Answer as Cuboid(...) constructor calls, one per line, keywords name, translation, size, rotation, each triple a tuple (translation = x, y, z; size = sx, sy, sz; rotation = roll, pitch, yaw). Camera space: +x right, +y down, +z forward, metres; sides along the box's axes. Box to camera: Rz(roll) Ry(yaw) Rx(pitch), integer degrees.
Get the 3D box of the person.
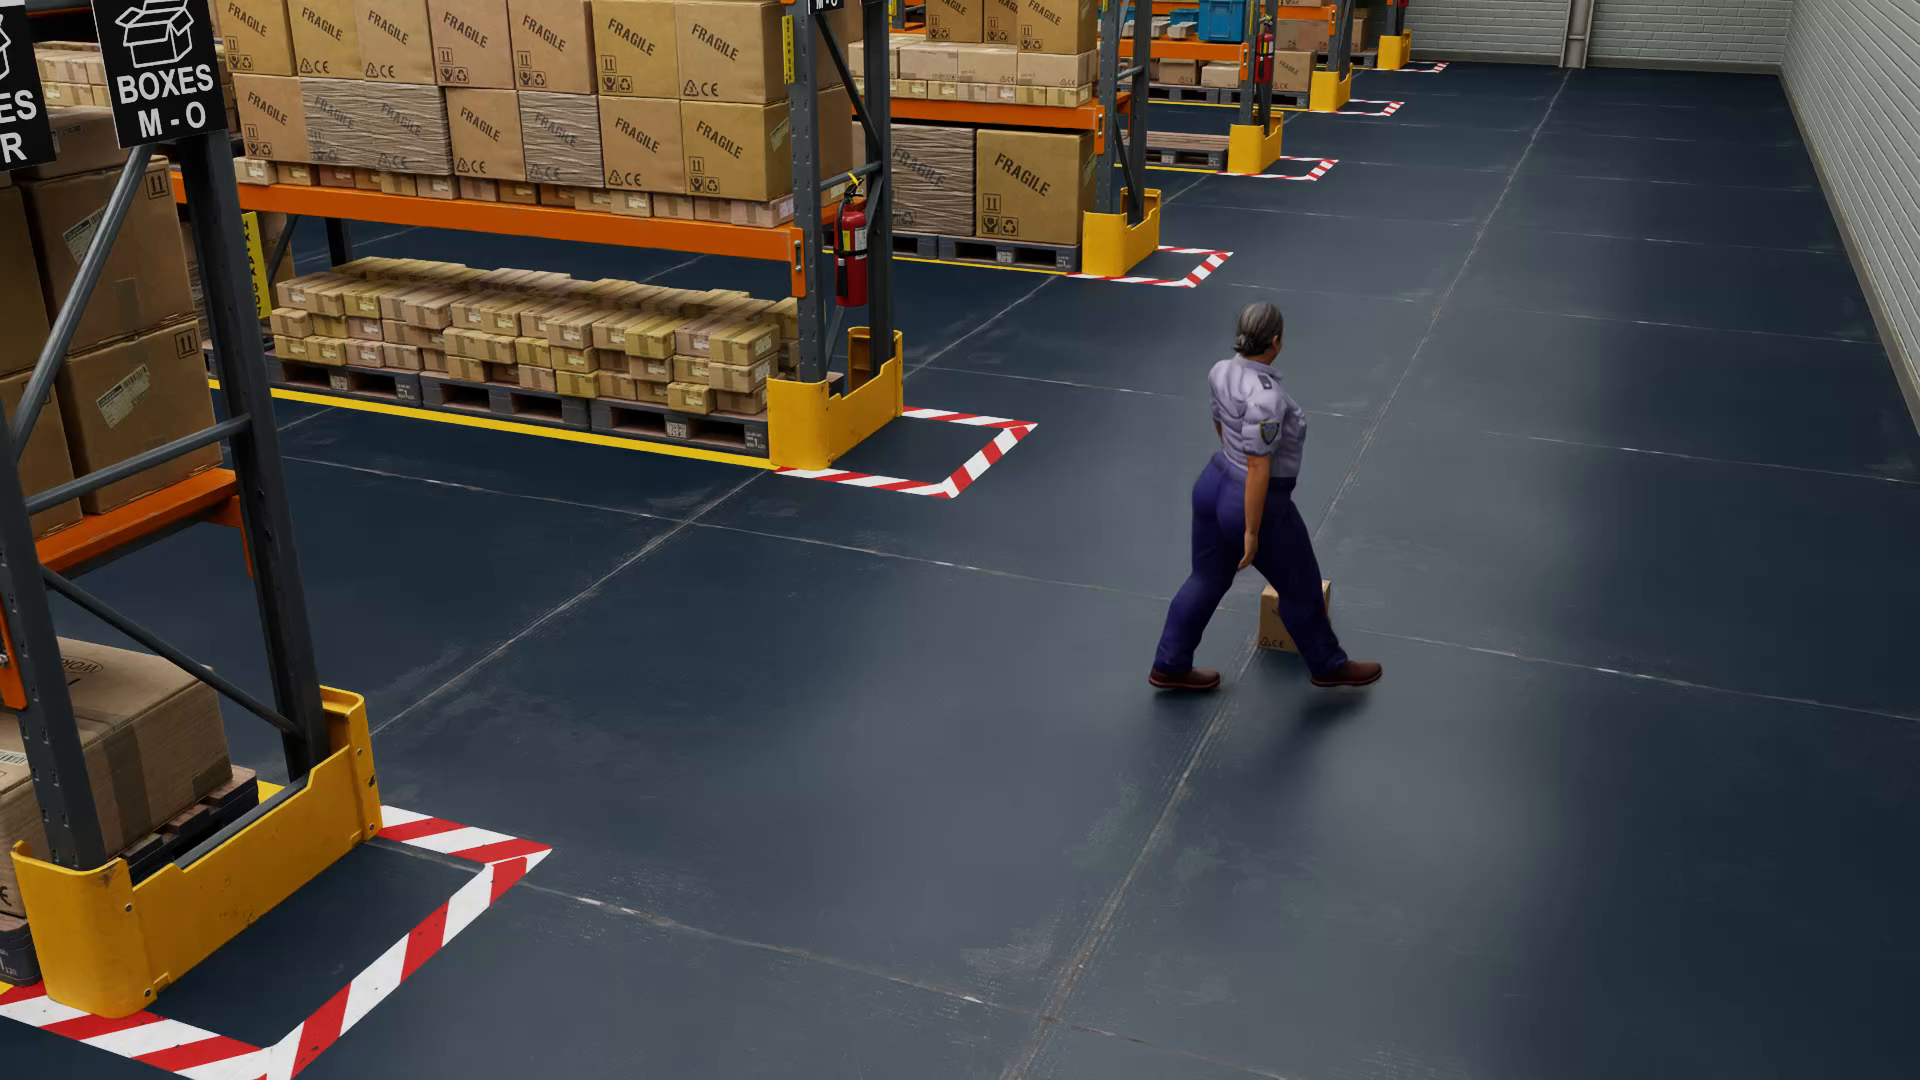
Cuboid(name="person", translation=(1.228, -0.161, 6.491), size=(0.900, 1.609, 0.518), rotation=(-8, 24, -20))
